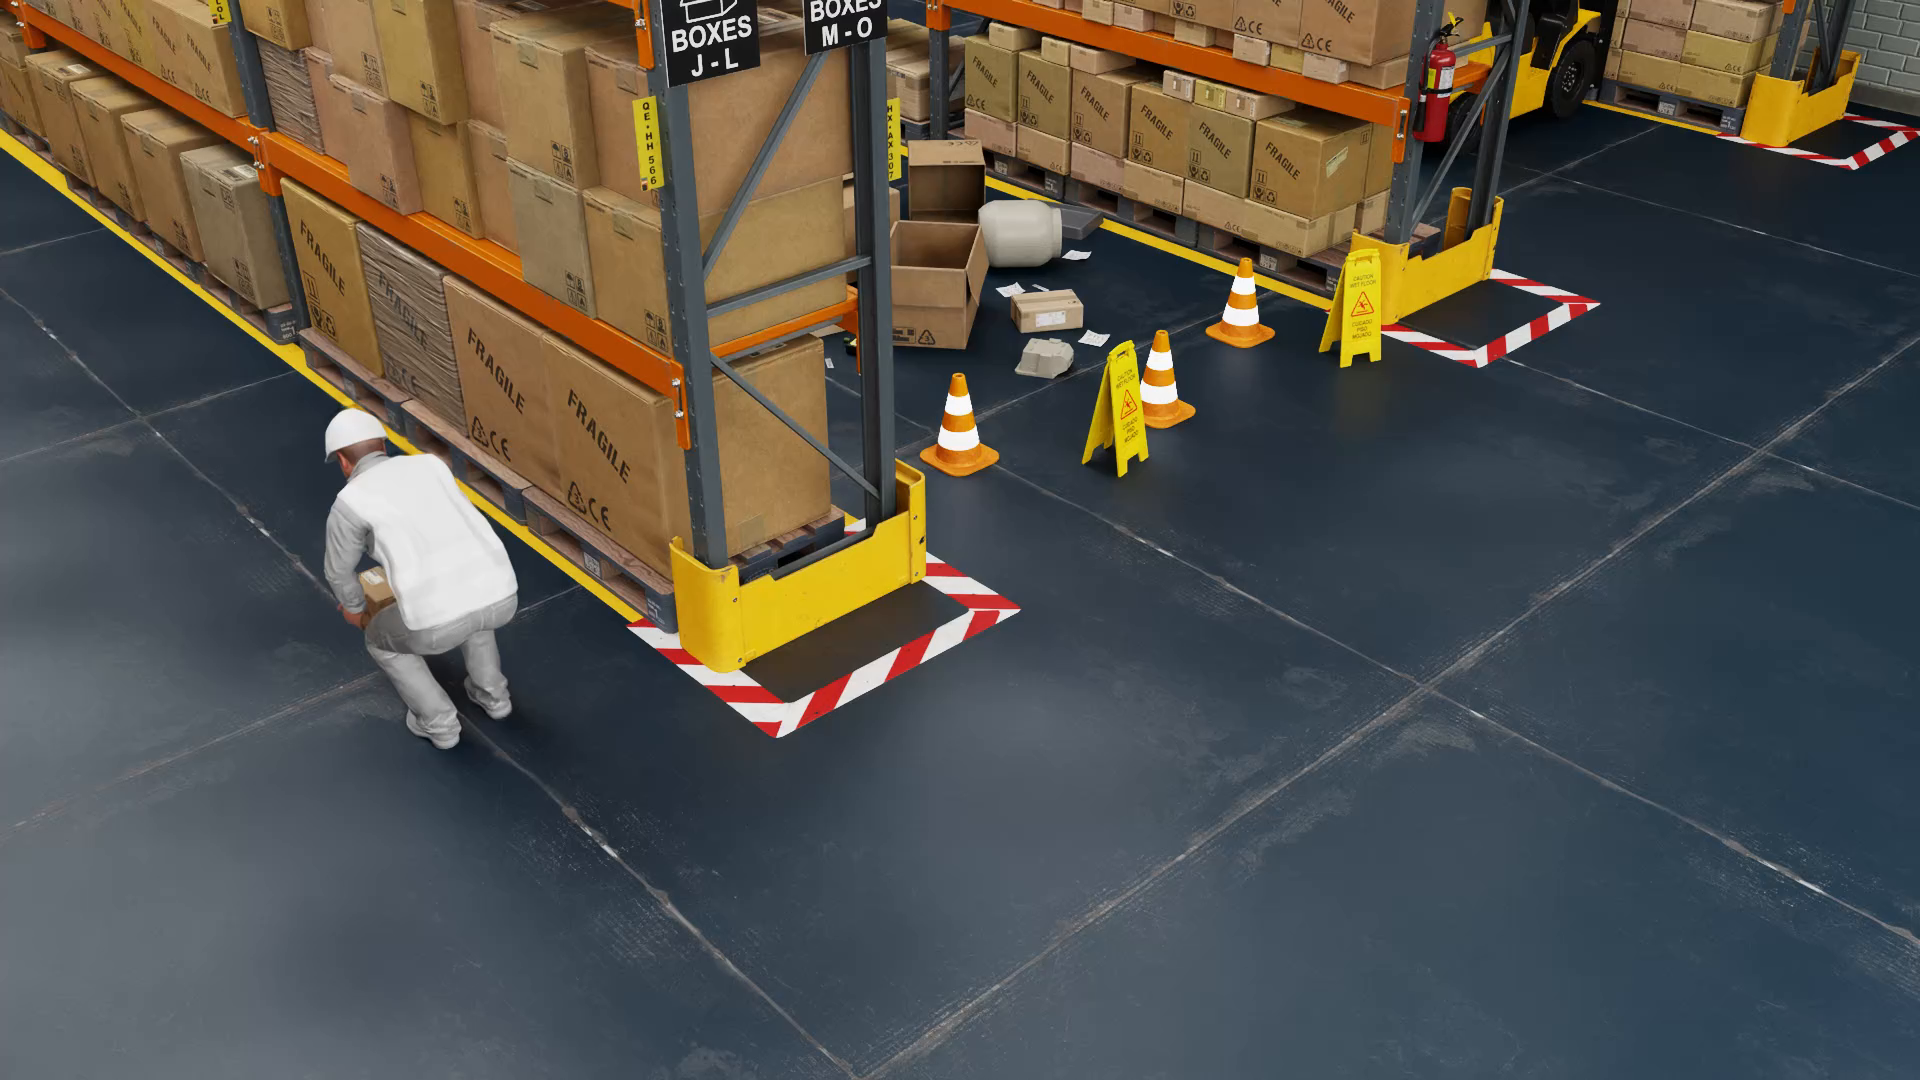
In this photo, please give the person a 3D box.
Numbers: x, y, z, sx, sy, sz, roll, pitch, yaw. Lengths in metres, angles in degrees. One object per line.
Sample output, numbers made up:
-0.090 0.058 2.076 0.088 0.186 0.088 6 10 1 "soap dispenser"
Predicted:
-2.067 0.164 6.346 0.579 1.249 0.837 -26 40 -35 "person"
